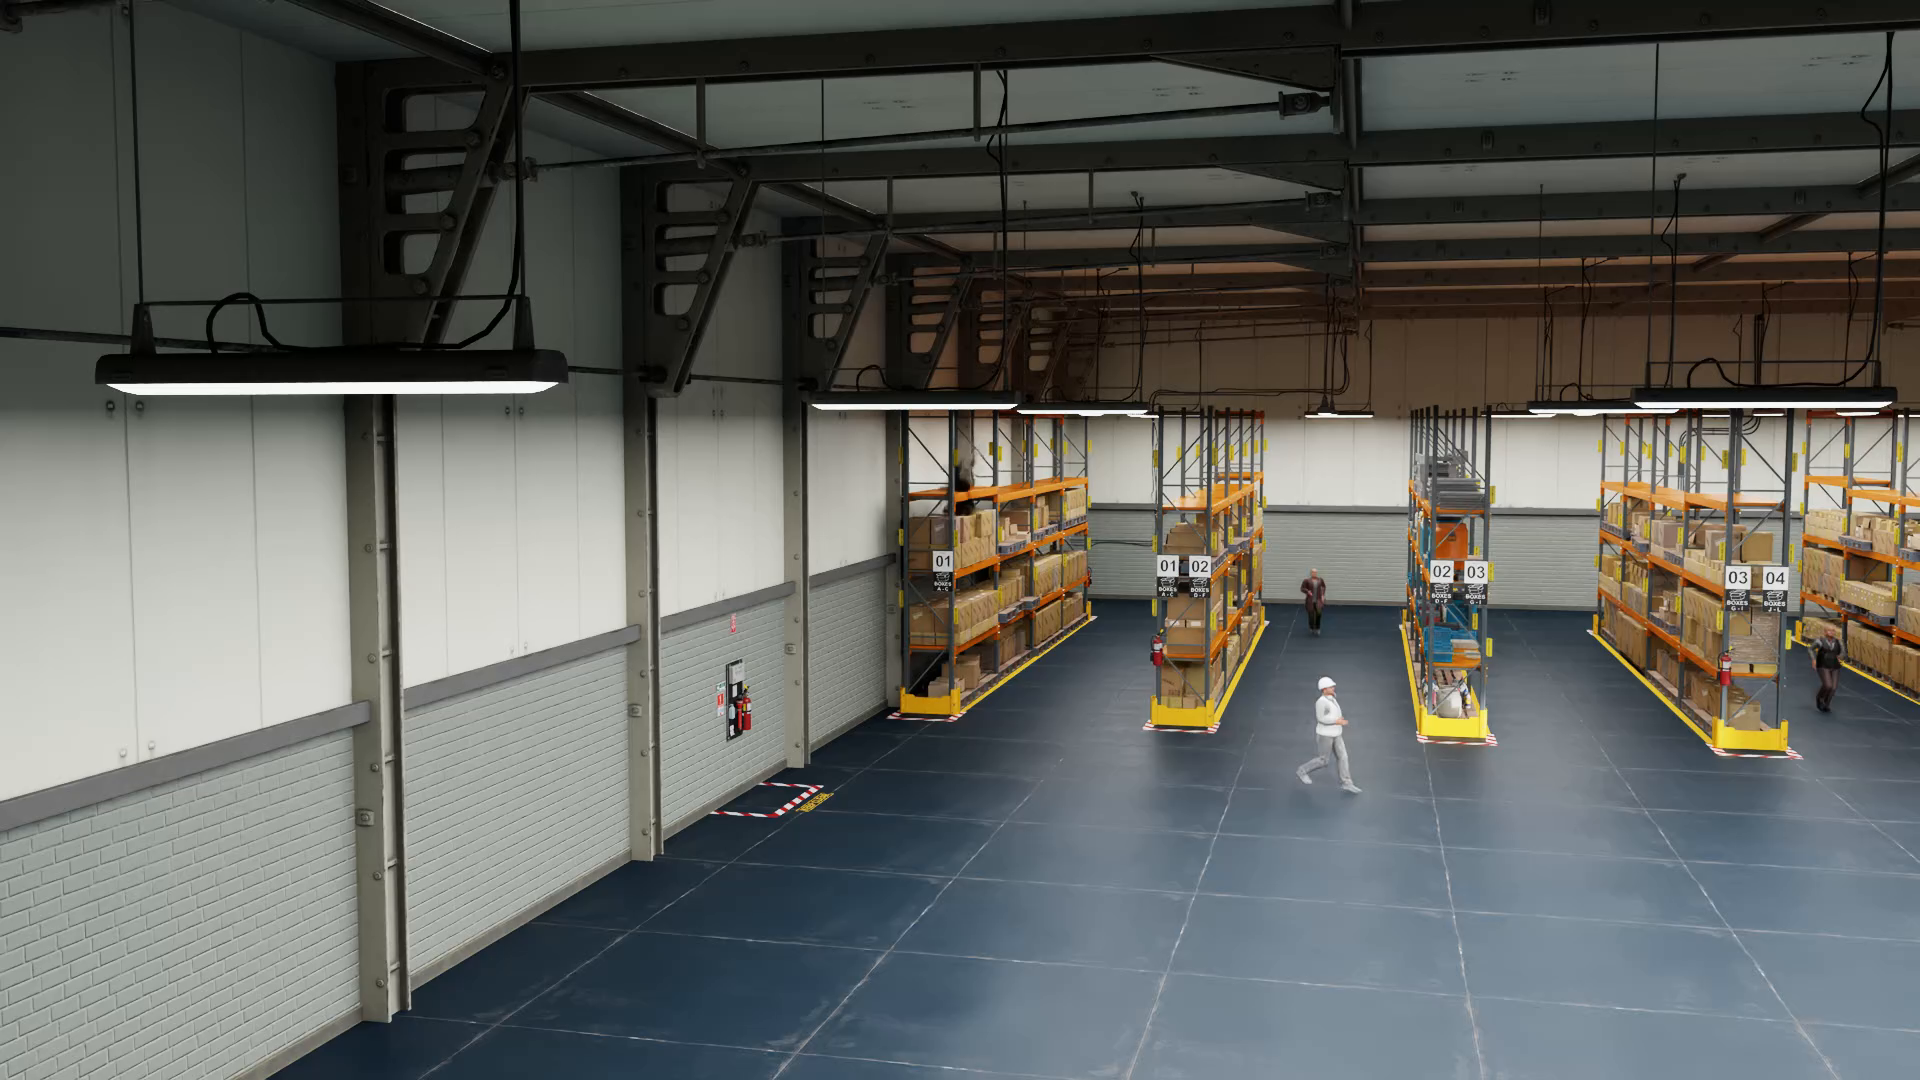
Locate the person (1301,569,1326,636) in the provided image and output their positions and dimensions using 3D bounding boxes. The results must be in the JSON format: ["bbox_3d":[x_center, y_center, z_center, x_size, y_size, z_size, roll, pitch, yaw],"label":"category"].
[{"bbox_3d":[9.446,1.674,44.442,0.692,1.799,0.789,0,4,5],"label":"person"}]

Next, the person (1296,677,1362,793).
[{"bbox_3d":[5.701,2.991,25.633,1.013,1.755,0.671,3,5,35],"label":"person"}]

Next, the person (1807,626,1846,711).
[{"bbox_3d":[17.027,2.528,32.586,0.639,1.683,0.649,0,4,4],"label":"person"}]
